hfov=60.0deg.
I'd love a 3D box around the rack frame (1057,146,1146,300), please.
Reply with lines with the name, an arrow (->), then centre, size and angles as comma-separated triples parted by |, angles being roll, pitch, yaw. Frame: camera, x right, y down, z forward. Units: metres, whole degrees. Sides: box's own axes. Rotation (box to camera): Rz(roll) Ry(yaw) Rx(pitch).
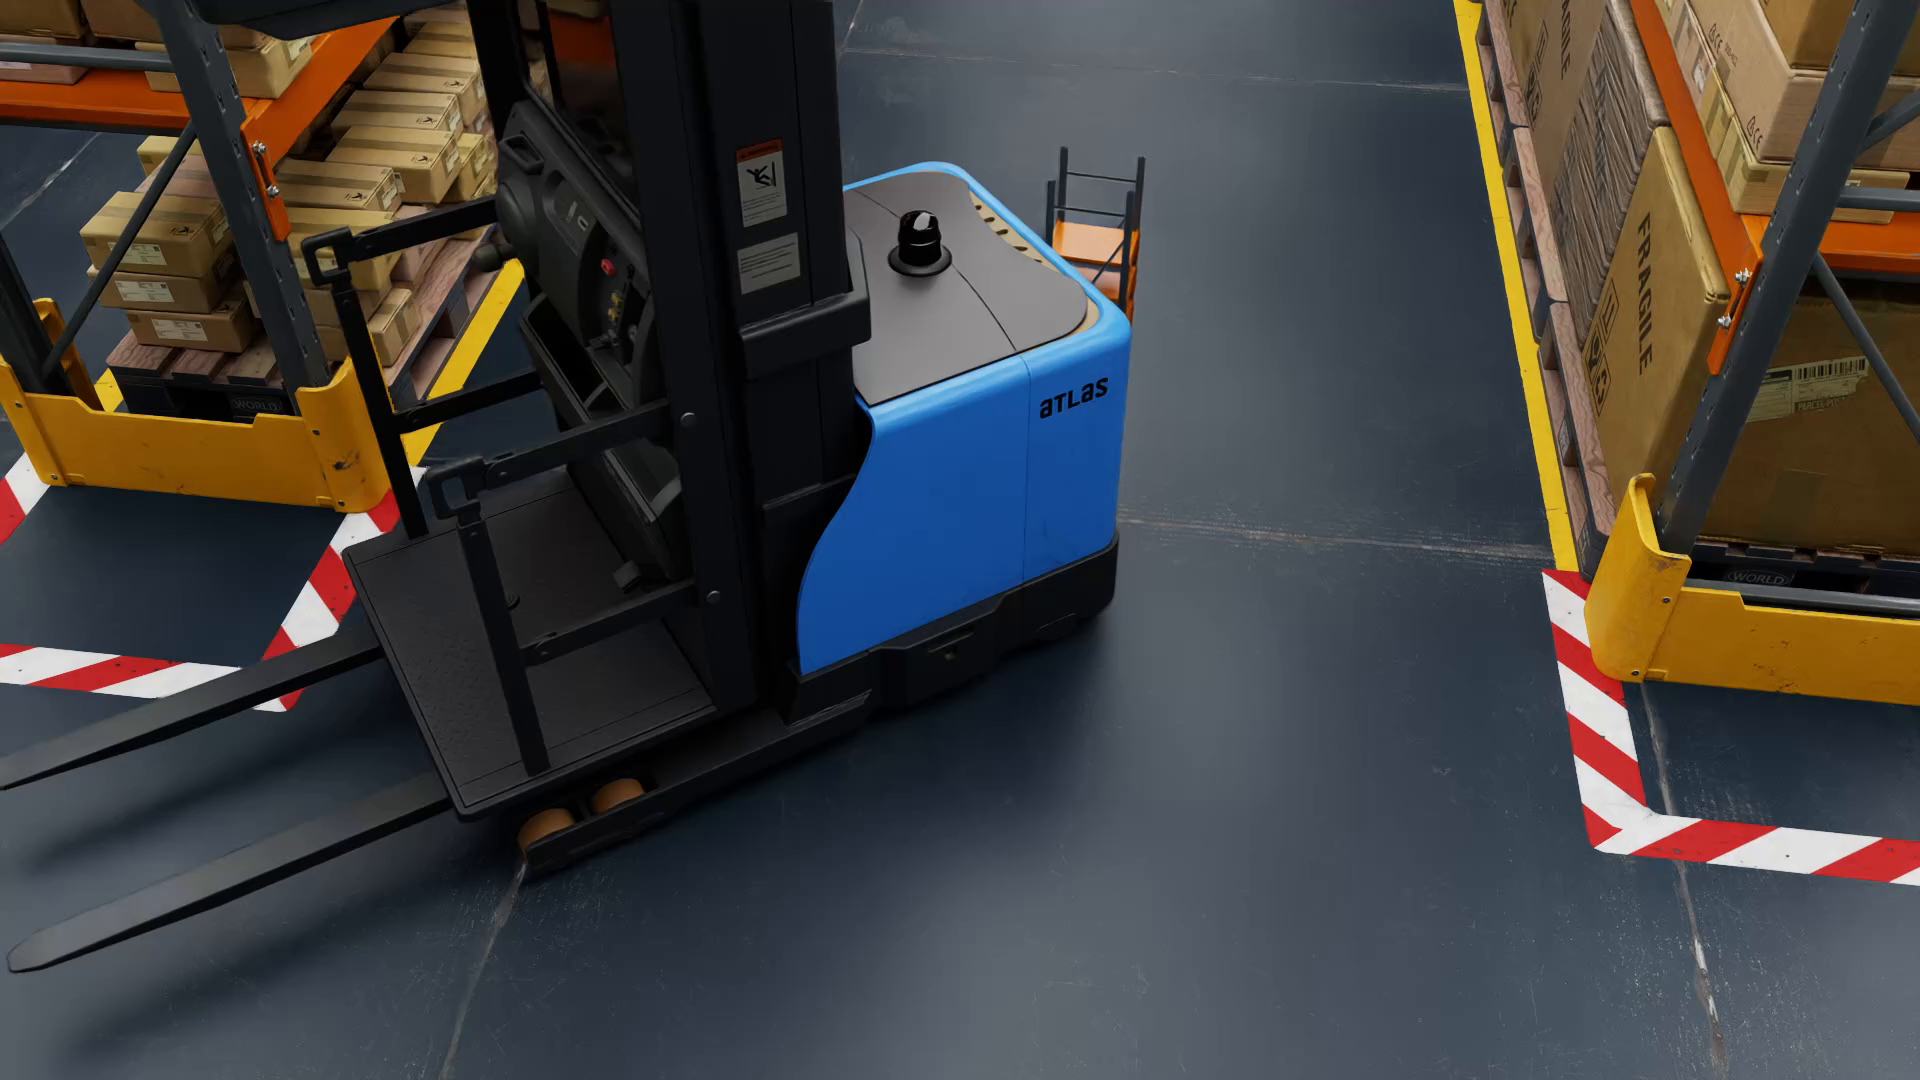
rack frame -> 0.400, -0.650, 5.063 | 0.240, 1.200, 0.006 | 10, 44, 10

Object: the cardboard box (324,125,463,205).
cardboard box -> -1.966, -1.305, 5.782 | 0.380, 0.149, 0.250 | 5, 44, 5

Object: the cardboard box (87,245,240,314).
cardboard box -> -2.662, -0.898, 5.568 | 0.380, 0.149, 0.250 | 4, 44, 4

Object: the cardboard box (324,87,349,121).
cardboard box -> -2.540, -1.606, 6.317 | 0.380, 0.149, 0.250 | 6, 44, 6

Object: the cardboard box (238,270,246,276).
cardboard box -> -2.653, -0.966, 5.857 | 0.380, 0.149, 0.250 | 6, 44, 7

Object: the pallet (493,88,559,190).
pallet -> -2.133, -1.706, 6.898 | 1.003, 0.211, 1.213 | 5, 44, 6

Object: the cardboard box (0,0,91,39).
cardboard box -> -2.645, -1.761, 4.639 | 0.500, 0.500, 0.500 | 6, 44, 6

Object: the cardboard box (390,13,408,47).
cardboard box -> -2.403, -2.068, 6.587 | 0.380, 0.149, 0.250 | 5, 44, 6

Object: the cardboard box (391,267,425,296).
cardboard box -> -2.109, -0.918, 5.806 | 0.380, 0.149, 0.250 | 5, 44, 5

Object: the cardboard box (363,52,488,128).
cardboard box -> -1.969, -1.670, 6.168 | 0.380, 0.149, 0.250 | 7, 44, 7

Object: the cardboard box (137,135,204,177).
cardboard box -> -2.632, -1.358, 5.838 | 0.380, 0.149, 0.250 | 4, 44, 5

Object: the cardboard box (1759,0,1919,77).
cardboard box -> 2.258, -1.449, 3.946 | 0.500, 0.500, 0.500 | 6, 44, 6

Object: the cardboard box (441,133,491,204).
cardboard box -> -1.947, -1.367, 6.064 | 0.380, 0.149, 0.250 | 7, 44, 7

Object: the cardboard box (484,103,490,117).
cardboard box -> -2.011, -1.745, 6.463 | 0.380, 0.149, 0.250 | 7, 44, 8

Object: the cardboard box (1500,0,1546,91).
cardboard box -> 2.816, -2.432, 6.877 | 0.875, 0.875, 0.875 | 5, 44, 6

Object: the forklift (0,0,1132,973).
forklift -> -1.070, -0.621, 3.774 | 3.031, 2.935, 1.130 | -22, 48, -22

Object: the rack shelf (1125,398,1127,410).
rack shelf -> 0.378, -0.382, 5.195 | 0.258, 0.103, 0.180 | 10, 44, 10

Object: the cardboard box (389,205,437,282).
cardboard box -> -2.033, -1.028, 5.705 | 0.380, 0.149, 0.250 | 5, 44, 5

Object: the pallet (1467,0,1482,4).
pallet -> 3.010, -3.014, 8.279 | 1.003, 0.211, 1.213 | 5, 44, 6

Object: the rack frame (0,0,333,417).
rack frame -> -2.449, -1.287, 4.428 | 1.000, 3.000, 0.127 | 5, 44, 6

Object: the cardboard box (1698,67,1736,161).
cardboard box -> 2.207, -1.126, 4.440 | 0.380, 0.149, 0.250 | 6, 44, 6

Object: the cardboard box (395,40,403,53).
cardboard box -> -2.479, -1.970, 6.700 | 0.380, 0.149, 0.250 | 6, 44, 6

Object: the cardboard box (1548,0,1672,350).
cardboard box -> 2.579, -1.212, 5.588 | 0.875, 0.875, 0.875 | 5, 44, 6

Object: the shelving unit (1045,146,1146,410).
shelving unit -> 0.378, -0.589, 4.999 | 0.258, 1.200, 0.189 | 10, 44, 10

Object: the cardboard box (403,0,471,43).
cardboard box -> -1.950, -2.025, 6.543 | 0.380, 0.149, 0.250 | 5, 44, 6

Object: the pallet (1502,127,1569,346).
pallet -> 2.646, -1.136, 6.296 | 1.003, 0.211, 1.213 | 5, 44, 6

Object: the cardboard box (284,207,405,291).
cardboard box -> -2.043, -0.947, 5.403 | 0.380, 0.149, 0.250 | 3, 44, 4

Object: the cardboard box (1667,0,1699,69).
cardboard box -> 2.276, -1.468, 4.801 | 0.380, 0.149, 0.250 | 6, 44, 6

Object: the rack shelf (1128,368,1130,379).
rack shelf -> 0.378, -0.469, 5.112 | 0.258, 0.103, 0.180 | 10, 44, 10

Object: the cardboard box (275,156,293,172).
cardboard box -> -2.595, -1.252, 5.943 | 0.380, 0.149, 0.250 | 4, 44, 4

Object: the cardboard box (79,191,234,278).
cardboard box -> -2.630, -1.004, 5.464 | 0.380, 0.149, 0.250 | 6, 44, 6

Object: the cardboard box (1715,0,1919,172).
cardboard box -> 2.255, -1.175, 4.202 | 0.500, 0.250, 0.500 | 5, 44, 5

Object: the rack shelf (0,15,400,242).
rack shelf -> -2.185, -2.389, 6.114 | 1.077, 0.370, 4.000 | 5, 44, 6

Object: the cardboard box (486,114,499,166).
cardboard box -> -1.882, -1.597, 6.523 | 0.380, 0.149, 0.250 | 3, 44, 3

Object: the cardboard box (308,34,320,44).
cardboard box -> -2.089, -1.564, 4.903 | 0.380, 0.149, 0.250 | 7, 44, 7

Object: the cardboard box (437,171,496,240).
cardboard box -> -1.941, -1.252, 6.159 | 0.380, 0.149, 0.250 | 6, 44, 6

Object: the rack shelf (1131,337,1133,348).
rack shelf -> 0.378, -0.556, 5.029 | 0.258, 0.103, 0.180 | 10, 44, 10

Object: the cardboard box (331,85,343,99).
cardboard box -> -2.555, -1.717, 6.217 | 0.380, 0.149, 0.250 | 7, 44, 7

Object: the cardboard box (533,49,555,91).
cardboard box -> -1.872, -1.955, 6.901 | 0.380, 0.149, 0.250 | 6, 44, 6

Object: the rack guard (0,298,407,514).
rack guard -> -2.439, -0.431, 5.342 | 1.175, 0.500, 0.348 | 5, 44, 6

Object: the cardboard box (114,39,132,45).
cardboard box -> -2.616, -1.610, 4.951 | 0.380, 0.149, 0.250 | 5, 44, 5
